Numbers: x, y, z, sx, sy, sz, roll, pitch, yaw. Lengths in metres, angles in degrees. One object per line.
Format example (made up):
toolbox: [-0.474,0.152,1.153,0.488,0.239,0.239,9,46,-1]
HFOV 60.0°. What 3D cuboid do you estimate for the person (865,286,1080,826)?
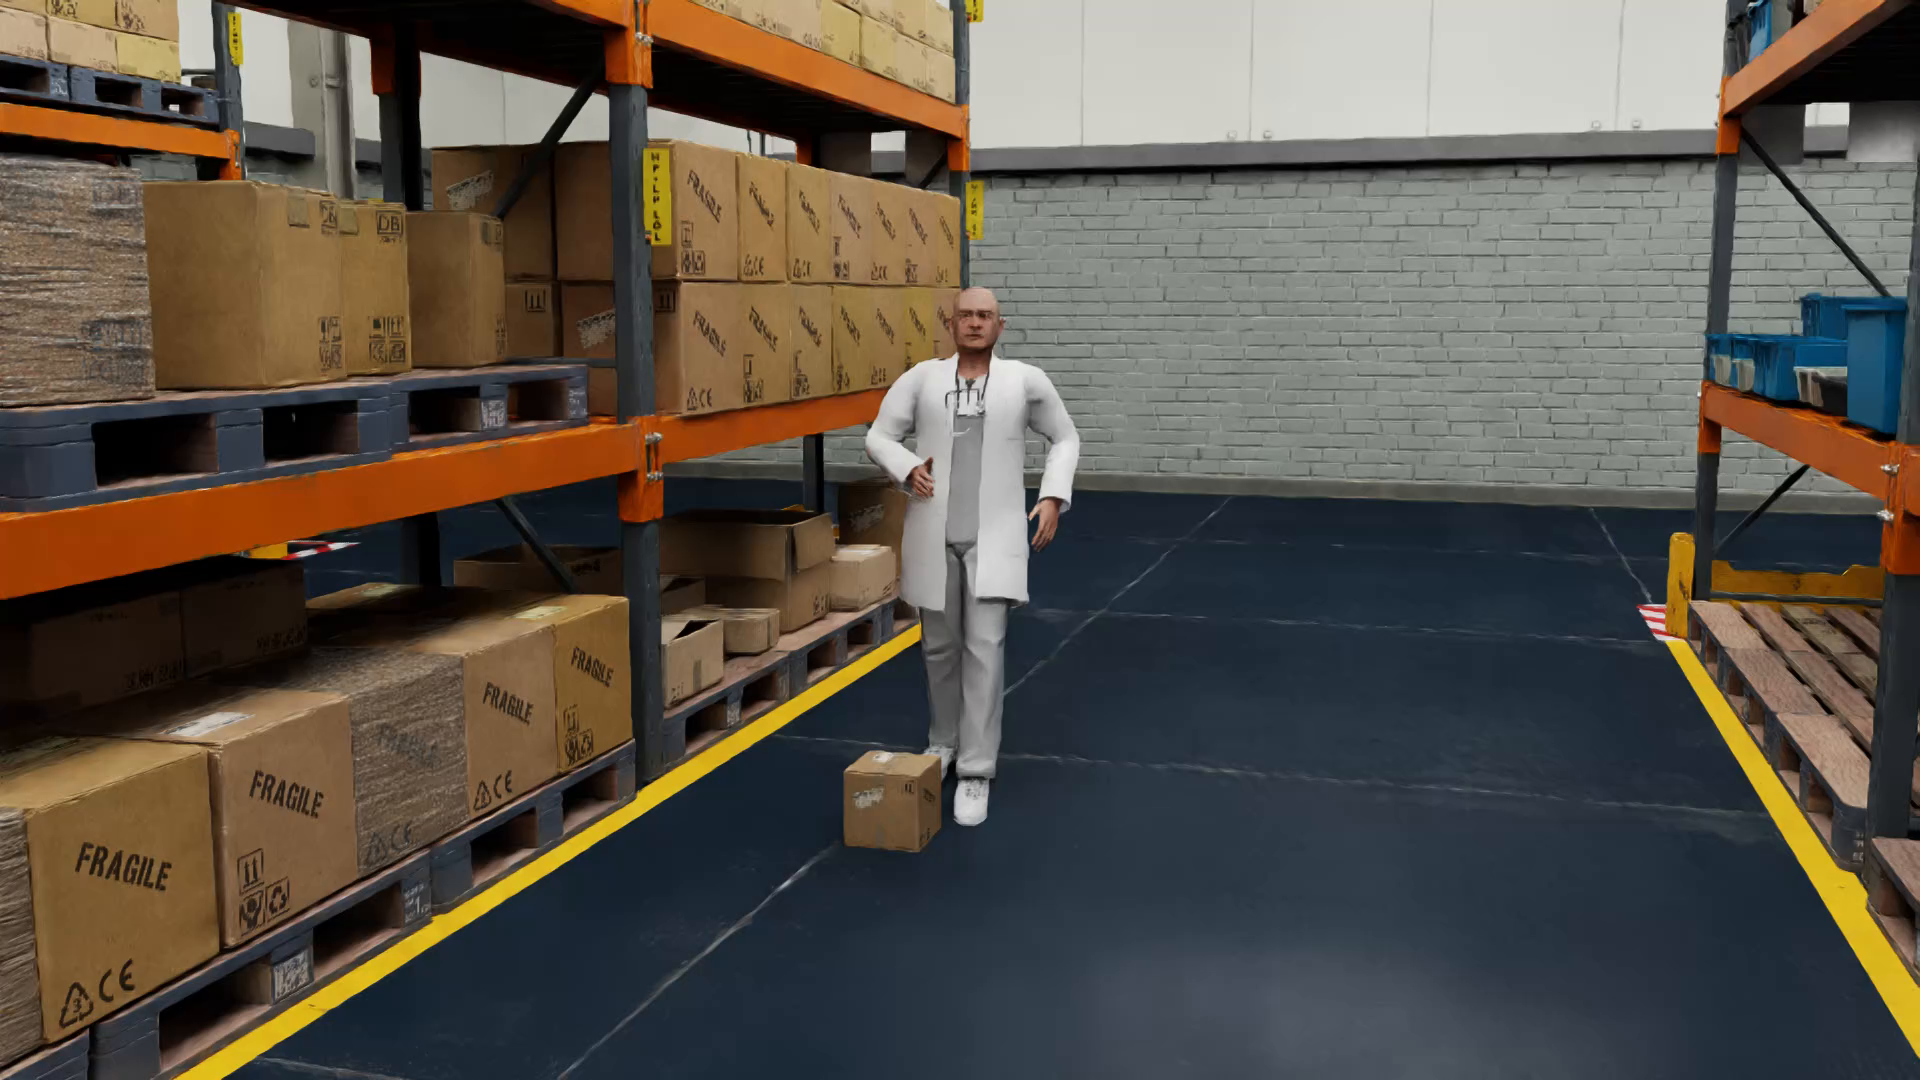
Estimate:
person: [0.019,0.028,5.776,0.760,1.779,0.782,1,8,7]
